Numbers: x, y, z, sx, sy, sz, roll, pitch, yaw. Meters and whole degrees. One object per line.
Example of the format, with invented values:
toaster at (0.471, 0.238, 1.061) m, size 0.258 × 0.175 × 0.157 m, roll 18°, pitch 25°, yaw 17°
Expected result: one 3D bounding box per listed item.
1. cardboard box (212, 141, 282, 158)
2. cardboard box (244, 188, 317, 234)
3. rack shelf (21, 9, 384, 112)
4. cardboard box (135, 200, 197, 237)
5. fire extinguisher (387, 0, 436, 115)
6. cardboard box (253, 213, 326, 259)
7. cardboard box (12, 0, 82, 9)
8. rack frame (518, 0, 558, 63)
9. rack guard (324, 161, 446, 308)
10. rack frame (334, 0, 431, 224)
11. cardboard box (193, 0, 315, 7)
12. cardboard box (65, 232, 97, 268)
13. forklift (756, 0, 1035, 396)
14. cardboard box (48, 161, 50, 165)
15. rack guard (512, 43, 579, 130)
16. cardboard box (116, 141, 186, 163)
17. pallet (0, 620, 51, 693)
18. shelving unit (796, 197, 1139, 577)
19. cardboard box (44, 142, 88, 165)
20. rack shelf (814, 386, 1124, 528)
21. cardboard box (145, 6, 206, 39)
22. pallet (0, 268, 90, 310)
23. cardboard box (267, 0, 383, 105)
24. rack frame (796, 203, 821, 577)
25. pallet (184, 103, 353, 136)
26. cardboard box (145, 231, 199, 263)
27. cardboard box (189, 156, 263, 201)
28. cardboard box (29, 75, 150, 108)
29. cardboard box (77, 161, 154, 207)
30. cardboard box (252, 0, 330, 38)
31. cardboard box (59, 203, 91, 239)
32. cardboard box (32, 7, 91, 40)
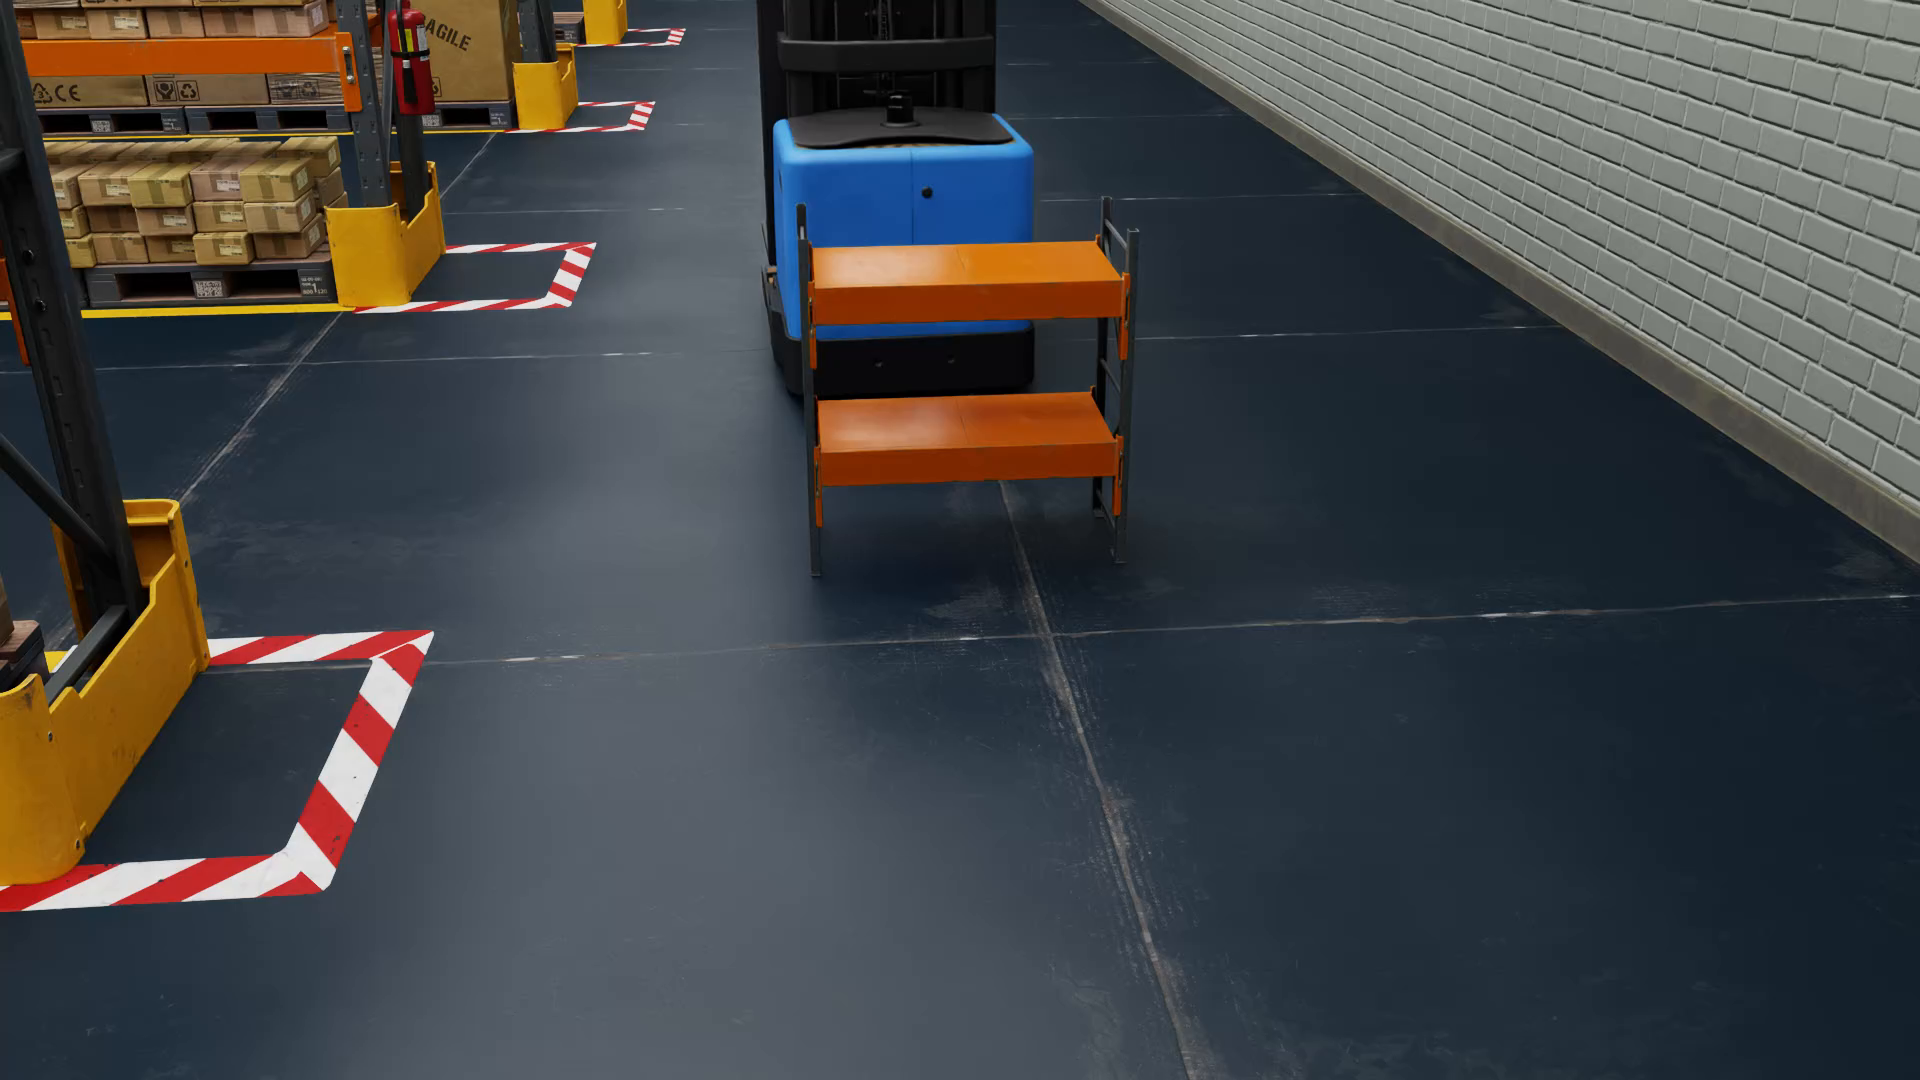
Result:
cardboard box at (-3.773, -2.005, 8.827) m, size 0.250 × 0.149 × 0.380 m, roll -2°, pitch 24°, yaw -4°
cardboard box at (-3.452, -1.675, 8.453) m, size 0.250 × 0.149 × 0.380 m, roll -3°, pitch 24°, yaw -7°
rack shelf at (-4.946, -2.378, 8.293) m, size 4.000 × 0.370 × 1.077 m, roll -2°, pitch 24°, yaw -5°
cardboard box at (-3.969, -1.654, 8.405) m, size 0.250 × 0.149 × 0.380 m, roll -3°, pitch 24°, yaw -7°
fire extinguisher at (-2.659, -2.405, 8.021) m, size 0.183 × 0.674 × 0.296 m, roll -2°, pitch 24°, yaw -5°
cardboard box at (-3.459, -1.571, 8.584) m, size 0.250 × 0.149 × 0.380 m, roll -2°, pitch 24°, yaw -4°
cardboard box at (-4.394, -2.804, 7.876) m, size 0.500 × 0.500 × 0.500 m, roll -2°, pitch 24°, yaw -5°
rack frame at (-3.342, -4.796, 12.846) m, size 0.127 × 3.000 × 1.000 m, roll -2°, pitch 24°, yaw -5°
rack guard at (-3.031, -1.642, 8.828) m, size 0.348 × 0.500 × 1.175 m, roll -2°, pitch 24°, yaw -5°
rack frame at (-2.955, -2.787, 8.327) m, size 0.127 × 3.000 × 1.000 m, roll -2°, pitch 24°, yaw -5°
cardboard box at (-3.377, -2.846, 7.972) m, size 0.500 × 0.500 × 0.500 m, roll -2°, pitch 24°, yaw -4°
cardboard box at (-4.468, -1.493, 8.409) m, size 0.250 × 0.149 × 0.380 m, roll -3°, pitch 24°, yaw -8°
forklift at (-0.416, -2.504, 7.775) m, size 1.130 × 2.935 × 3.031 m, roll -4°, pitch 24°, yaw -8°
cardboard box at (-4.757, -1.792, 8.349) m, size 0.250 × 0.149 × 0.380 m, roll -3°, pitch 24°, yaw -7°
rack guard at (-3.318, -3.654, 13.356) m, size 0.348 × 0.500 × 1.175 m, roll -2°, pitch 24°, yaw -5°
cardboard box at (-4.275, -2.003, 8.824) m, size 0.250 × 0.149 × 0.380 m, roll -3°, pitch 24°, yaw -8°
pallet at (-3.156, 0.548, 4.258) m, size 1.213 × 0.211 × 1.003 m, roll -2°, pitch 24°, yaw -5°
shelving unit at (0.007, -0.514, 5.522) m, size 1.048 × 1.125 × 0.538 m, roll -2°, pitch 24°, yaw -5°
cardboard box at (-4.818, -2.004, 8.825) m, size 0.250 × 0.149 × 0.380 m, roll -2°, pitch 24°, yaw -4°
rack shelf at (0.007, -0.291, 5.621) m, size 1.000 × 0.278 × 0.538 m, roll -2°, pitch 24°, yaw -5°
cardboard box at (-3.751, -2.534, 8.067) m, size 0.250 × 0.149 × 0.380 m, roll -3°, pitch 24°, yaw -6°
pallet at (-5.054, -1.444, 8.739) m, size 1.213 × 0.211 × 1.003 m, roll -2°, pitch 24°, yaw -5°
cardboard box at (-4.877, -3.922, 12.981) m, size 0.875 × 0.875 × 0.875 m, roll -2°, pitch 24°, yaw -5°
rack frame at (-0.499, -0.494, 5.476) m, size 0.032 × 1.125 × 0.500 m, roll -2°, pitch 24°, yaw -5°
pallet at (-5.342, -3.410, 13.163) m, size 1.213 × 0.211 × 1.003 m, roll -2°, pitch 24°, yaw -5°
cardboard box at (-3.976, -1.544, 8.523) m, size 0.250 × 0.149 × 0.380 m, roll -2°, pitch 24°, yaw -5°
cardboard box at (-3.713, -1.837, 8.451) m, size 0.250 × 0.149 × 0.380 m, roll -2°, pitch 24°, yaw -4°
cardboard box at (-6.658, -3.851, 12.820) m, size 0.875 × 0.875 × 0.875 m, roll -2°, pitch 24°, yaw -5°
cardboard box at (-4.222, -1.791, 8.347) m, size 0.250 × 0.149 × 0.380 m, roll -3°, pitch 24°, yaw -7°
cardboard box at (-3.252, -2.545, 8.091) m, size 0.250 × 0.149 × 0.380 m, roll -2°, pitch 24°, yaw -5°
cardboard box at (-4.483, -1.628, 8.347) m, size 0.250 × 0.149 × 0.380 m, roll -2°, pitch 24°, yaw -4°
cardboard box at (-4.268, -2.516, 8.026) m, size 0.250 × 0.149 × 0.380 m, roll -3°, pitch 24°, yaw -7°
